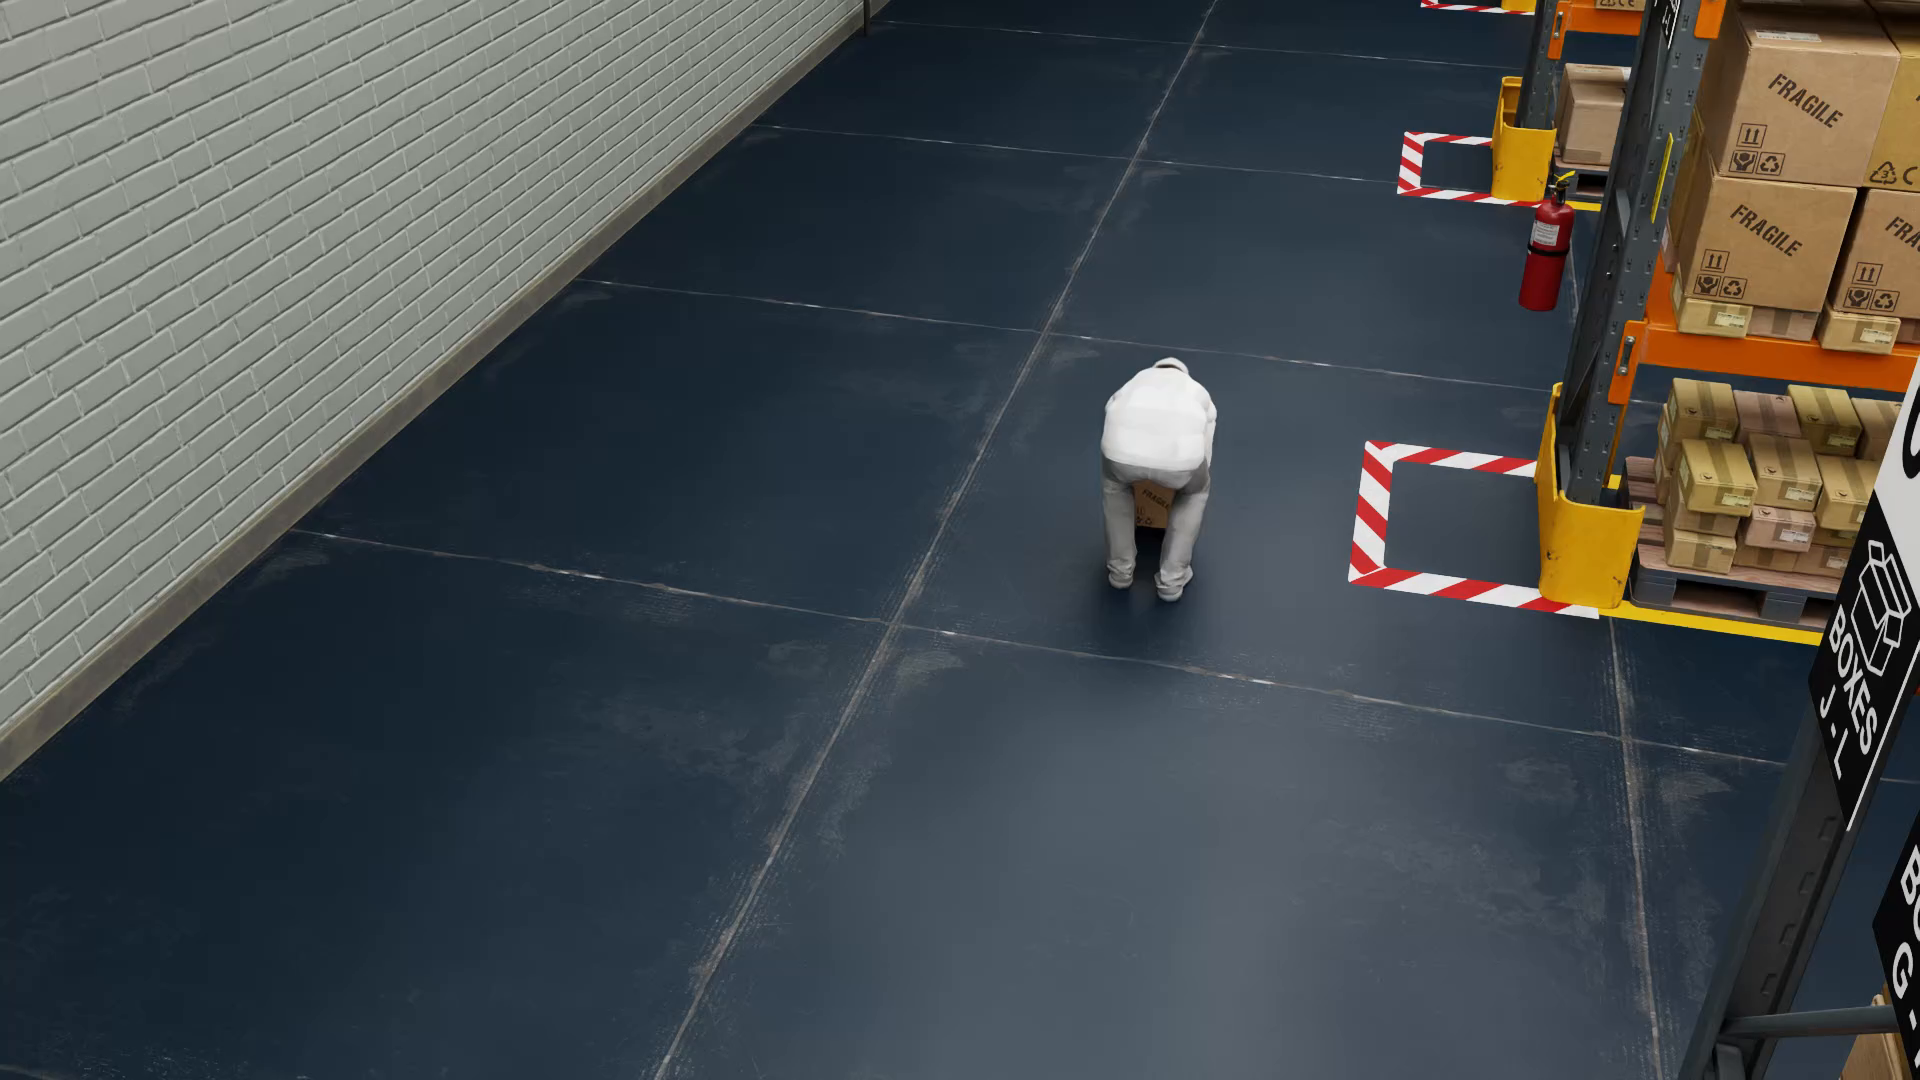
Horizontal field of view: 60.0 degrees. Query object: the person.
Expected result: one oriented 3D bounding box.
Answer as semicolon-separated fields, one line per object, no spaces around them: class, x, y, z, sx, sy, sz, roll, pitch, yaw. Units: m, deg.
person;0.863;-0.326;7.351;0.499;0.980;0.974;7;33;10
